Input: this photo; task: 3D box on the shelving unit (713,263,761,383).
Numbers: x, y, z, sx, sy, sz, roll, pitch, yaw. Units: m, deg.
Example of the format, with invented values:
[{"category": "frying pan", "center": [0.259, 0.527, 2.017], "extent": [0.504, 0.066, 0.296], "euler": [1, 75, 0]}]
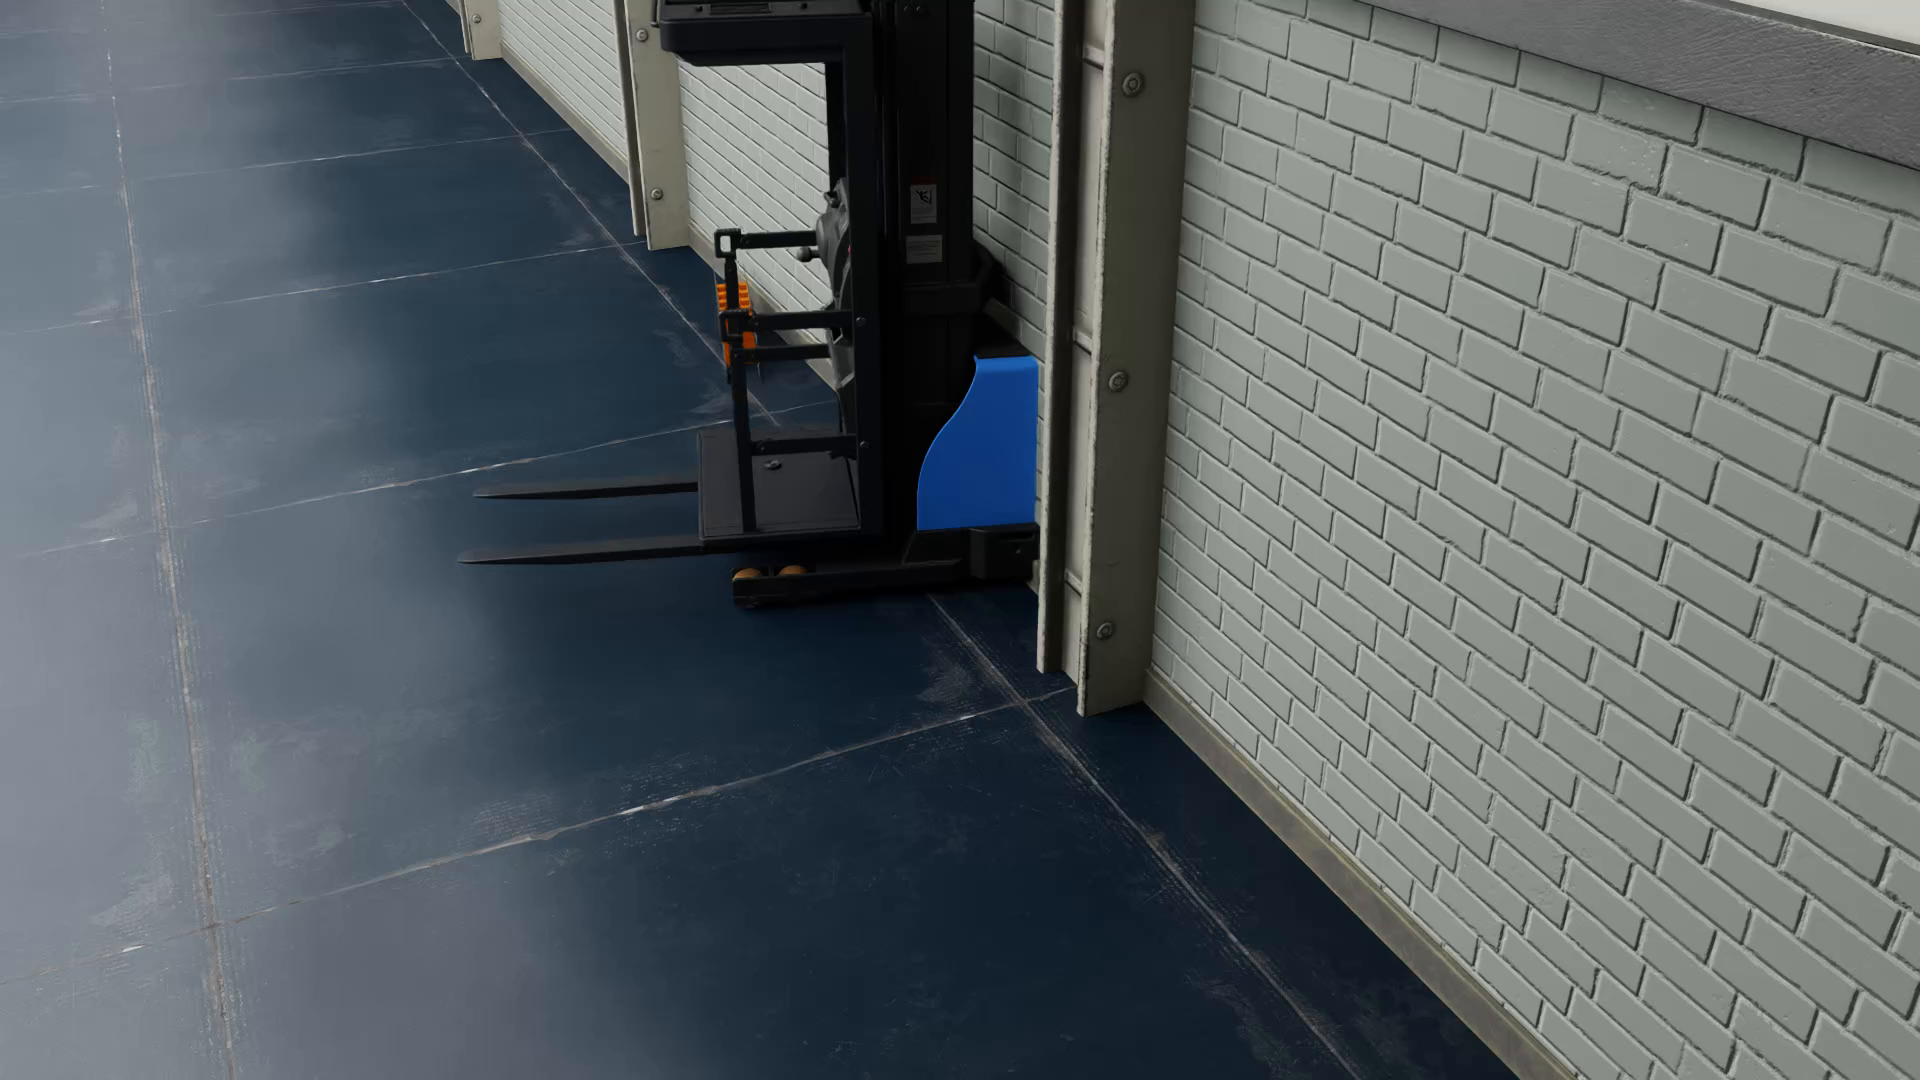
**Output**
[{"category": "shelving unit", "center": [-1.315, -1.289, 9.763], "extent": [0.189, 0.258, 1.200], "euler": [-6, 31, -8]}]

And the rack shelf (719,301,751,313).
[{"category": "rack shelf", "center": [-1.302, -1.251, 9.699], "extent": [0.180, 0.258, 0.103], "euler": [-6, 31, -8]}]

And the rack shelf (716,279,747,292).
[{"category": "rack shelf", "center": [-1.365, -1.431, 10.004], "extent": [0.180, 0.258, 0.103], "euler": [-6, 31, -8]}]

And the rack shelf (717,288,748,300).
[{"category": "rack shelf", "center": [-1.344, -1.371, 9.903], "extent": [0.180, 0.258, 0.103], "euler": [-6, 31, -8]}]

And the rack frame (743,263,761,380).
[{"category": "rack frame", "center": [-1.225, -1.298, 9.776], "extent": [0.006, 0.240, 1.200], "euler": [-6, 31, -8]}]

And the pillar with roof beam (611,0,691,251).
[{"category": "pillar with roof beam", "center": [-5.928, -5.096, 7.638], "extent": [9.100, 9.000, 0.400], "euler": [-13, 32, -22]}]

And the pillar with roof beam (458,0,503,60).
[{"category": "pillar with roof beam", "center": [-8.504, -7.747, 12.364], "extent": [9.100, 9.000, 0.400], "euler": [-13, 32, -22]}]

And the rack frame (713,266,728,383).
[{"category": "rack frame", "center": [-1.405, -1.279, 9.750], "extent": [0.006, 0.240, 1.200], "euler": [-6, 31, -8]}]

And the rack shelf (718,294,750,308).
[{"category": "rack shelf", "center": [-1.323, -1.311, 9.801], "extent": [0.180, 0.258, 0.103], "euler": [-6, 31, -8]}]

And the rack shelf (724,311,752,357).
[{"category": "rack shelf", "center": [-1.282, -1.191, 9.597], "extent": [0.180, 0.258, 0.103], "euler": [-6, 31, -8]}]

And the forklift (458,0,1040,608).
[{"category": "forklift", "center": [-0.706, -1.261, 7.003], "extent": [3.031, 2.935, 1.130], "euler": [-4, 30, -7]}]

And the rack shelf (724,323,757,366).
[{"category": "rack shelf", "center": [-1.261, -1.131, 9.495], "extent": [0.180, 0.258, 0.103], "euler": [-6, 31, -8]}]

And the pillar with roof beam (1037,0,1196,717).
[{"category": "pillar with roof beam", "center": [-3.352, -2.446, 2.911], "extent": [9.100, 9.000, 0.400], "euler": [-13, 32, -22]}]
